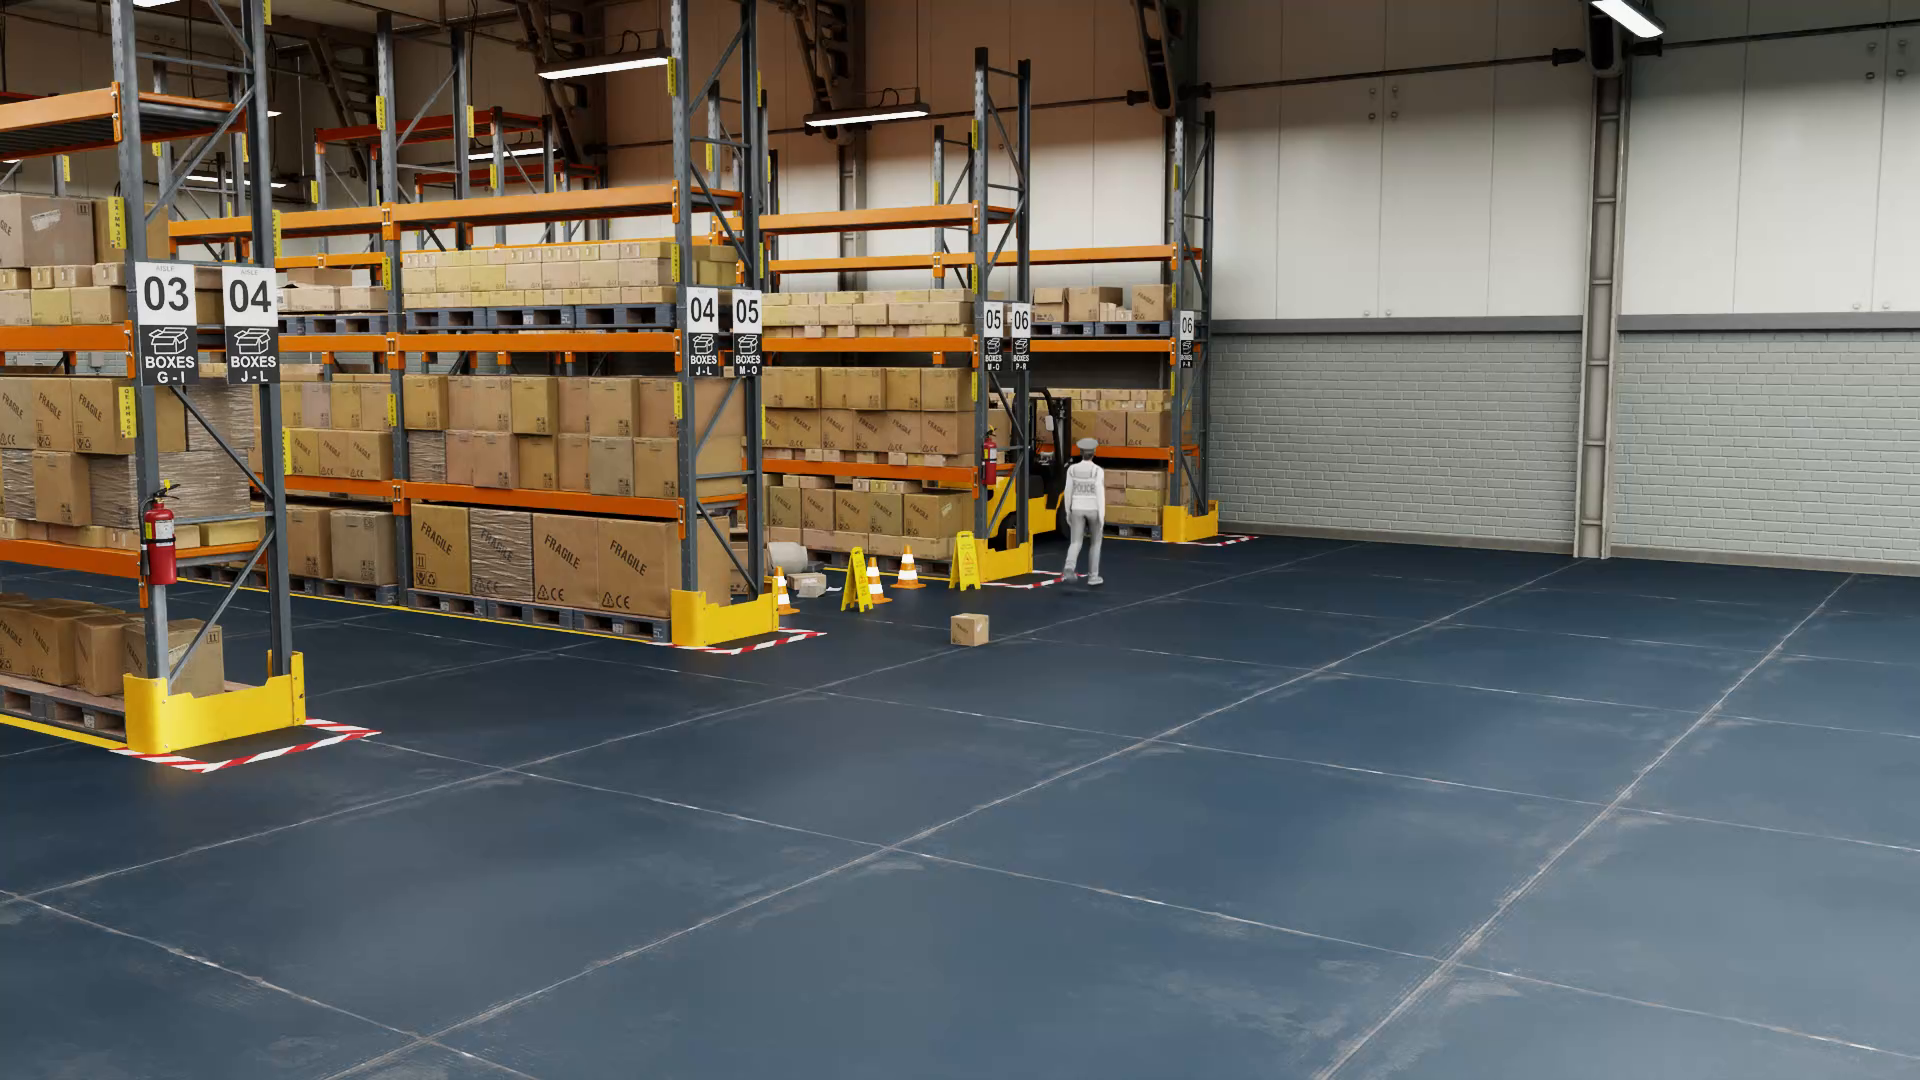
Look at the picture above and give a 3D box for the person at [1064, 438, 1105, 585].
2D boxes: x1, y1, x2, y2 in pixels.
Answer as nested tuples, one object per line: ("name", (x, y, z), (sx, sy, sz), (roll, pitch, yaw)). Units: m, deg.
("person", (1.384, -0.308, 18.521), (0.489, 1.658, 0.805), (2, 7, 21))
